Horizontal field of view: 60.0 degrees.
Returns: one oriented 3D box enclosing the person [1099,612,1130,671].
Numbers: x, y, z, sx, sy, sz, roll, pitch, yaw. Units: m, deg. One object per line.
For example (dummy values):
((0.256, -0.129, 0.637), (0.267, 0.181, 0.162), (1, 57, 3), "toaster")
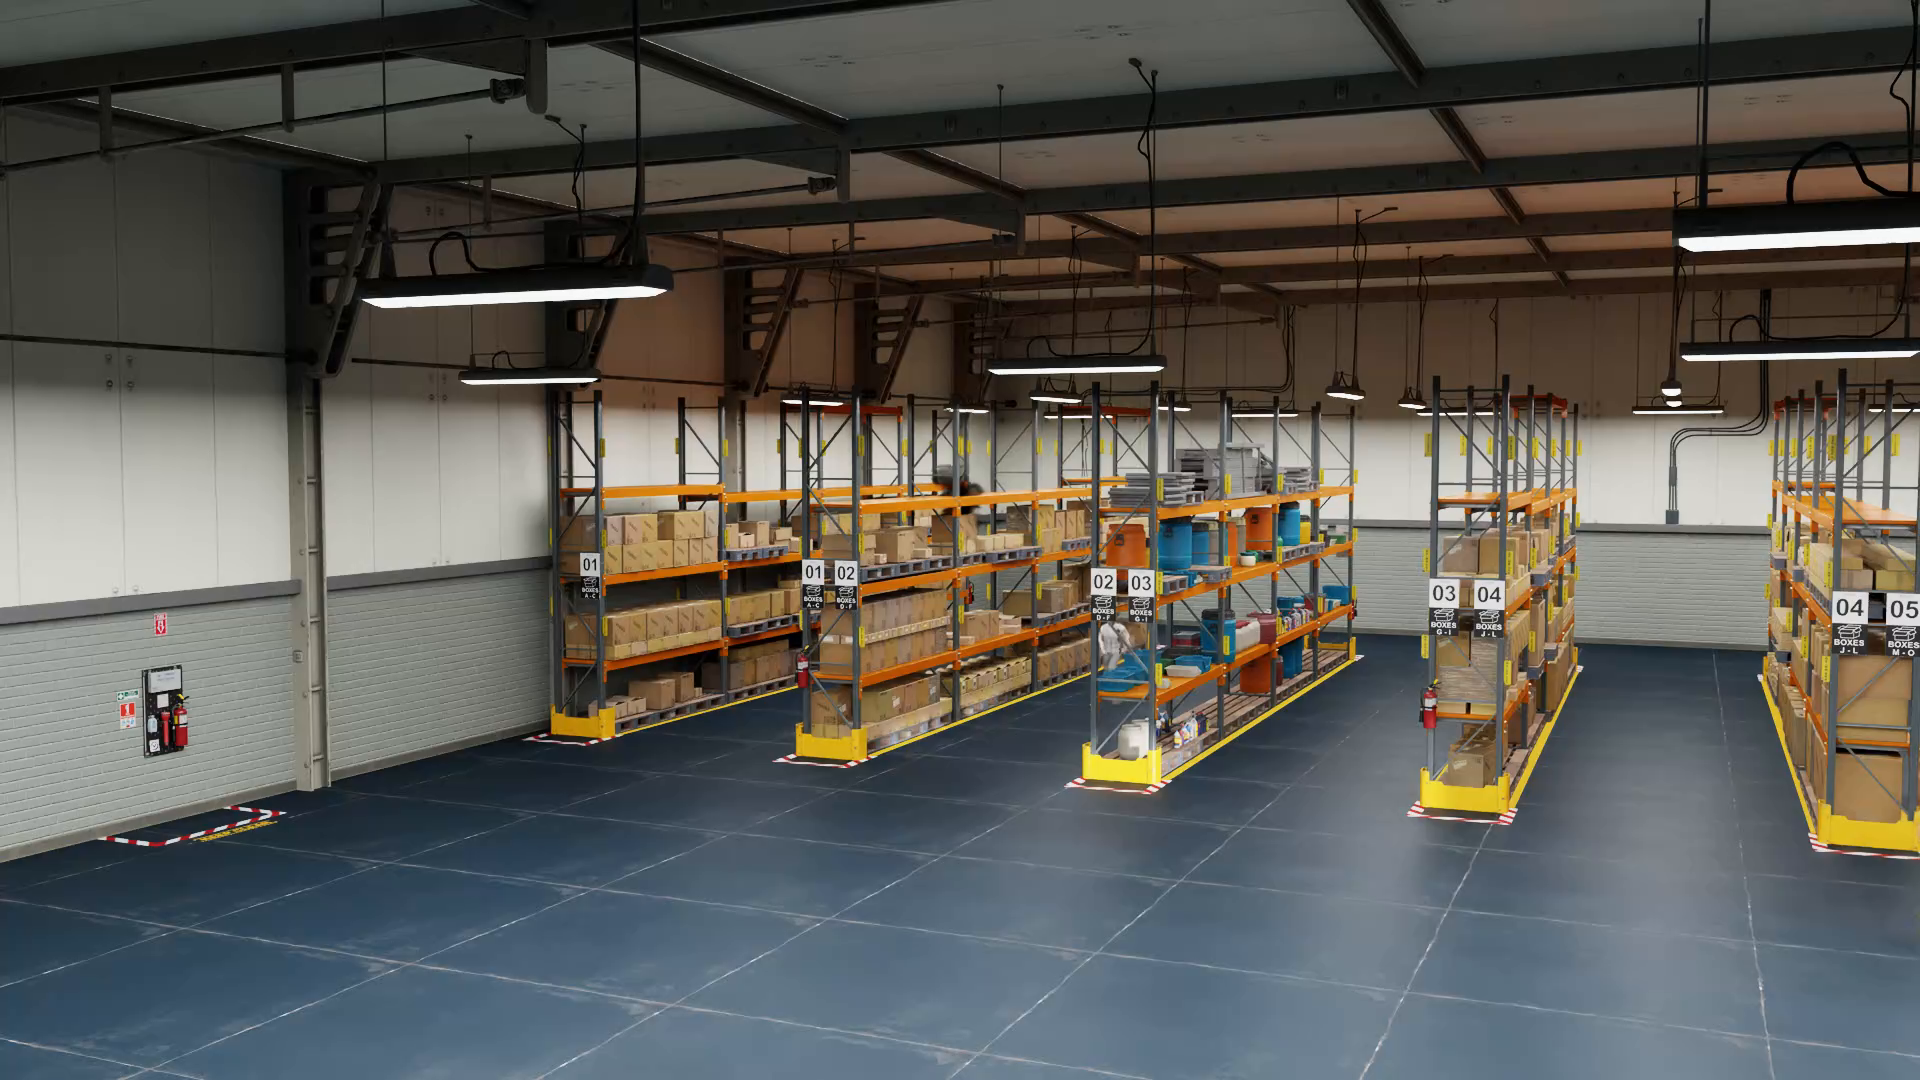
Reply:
((2.922, 2.160, 31.893), (0.642, 1.649, 0.776), (1, 3, 18), "person")
